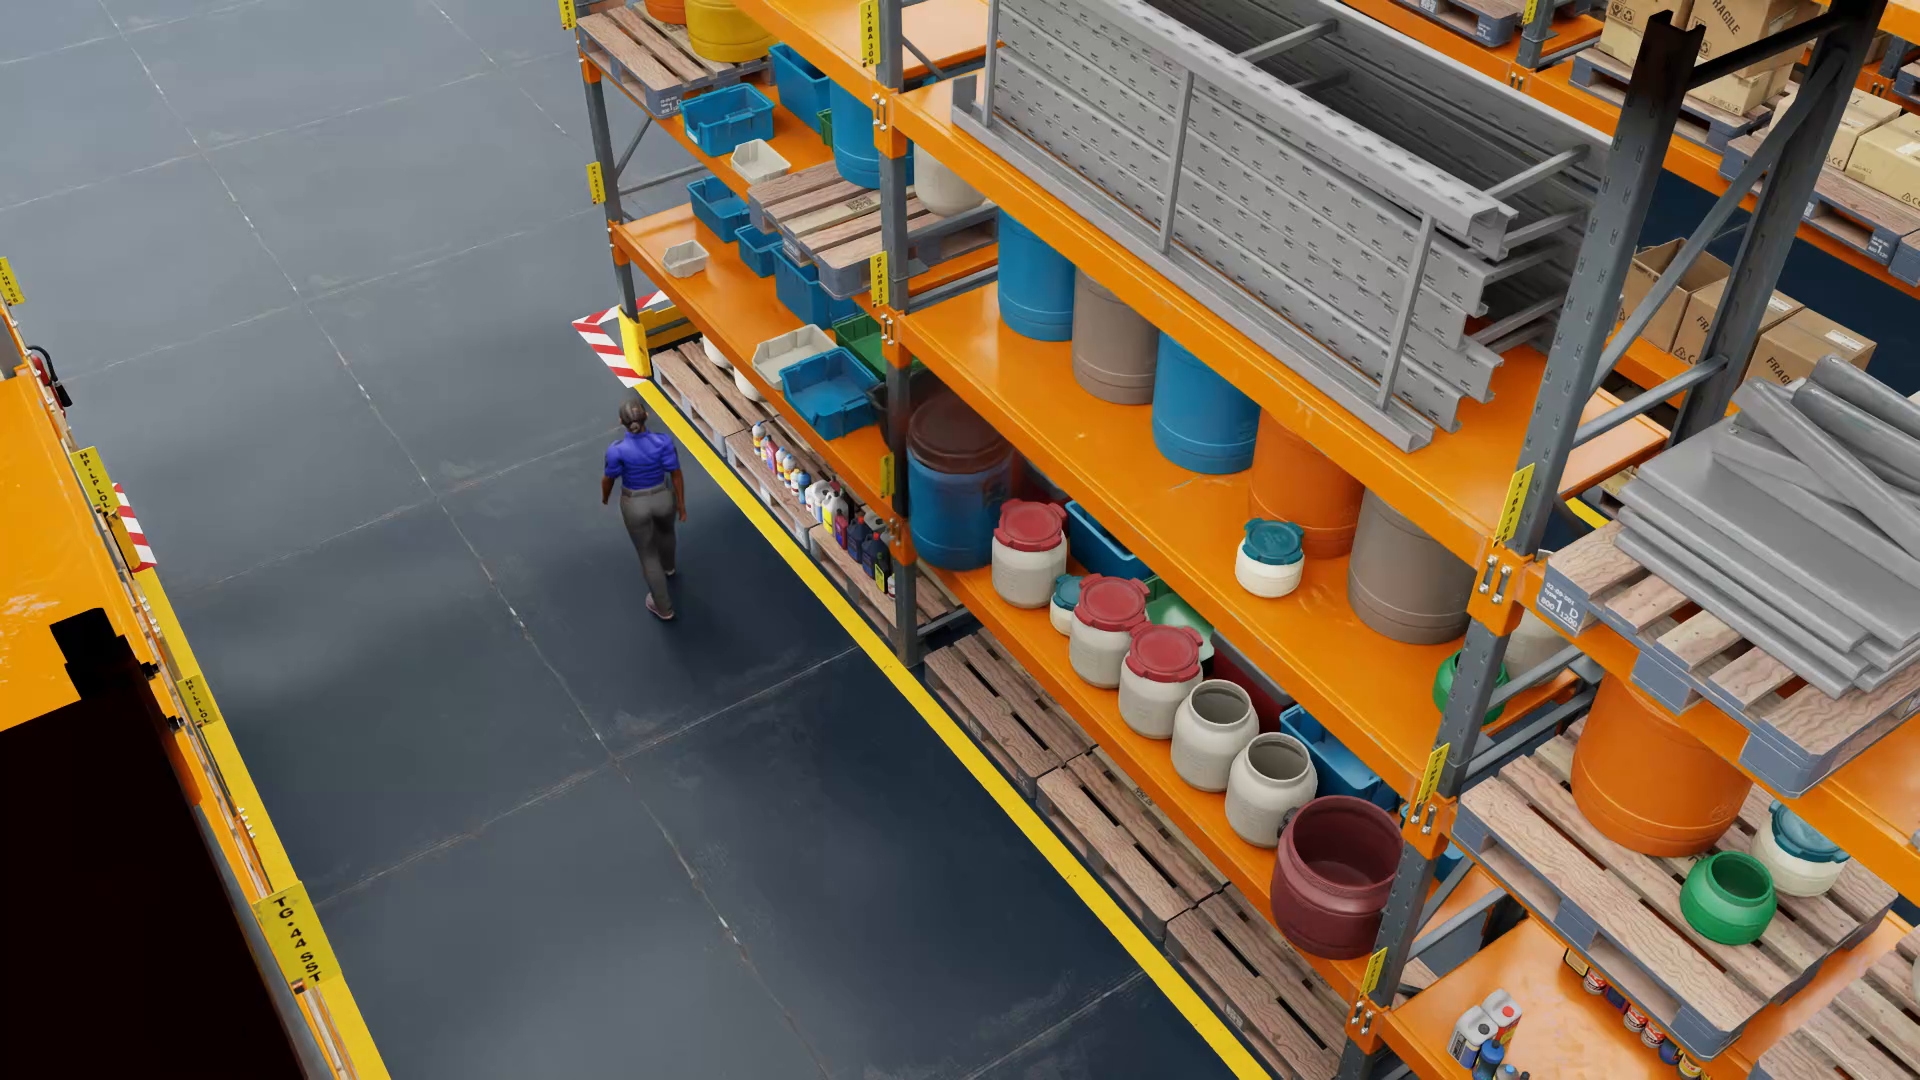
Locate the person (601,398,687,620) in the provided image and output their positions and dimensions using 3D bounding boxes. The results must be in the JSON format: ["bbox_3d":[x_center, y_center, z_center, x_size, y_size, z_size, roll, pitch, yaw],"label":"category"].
[{"bbox_3d":[-2.062,-0.276,10.838,0.497,1.651,0.704,-17,45,-17],"label":"person"}]
